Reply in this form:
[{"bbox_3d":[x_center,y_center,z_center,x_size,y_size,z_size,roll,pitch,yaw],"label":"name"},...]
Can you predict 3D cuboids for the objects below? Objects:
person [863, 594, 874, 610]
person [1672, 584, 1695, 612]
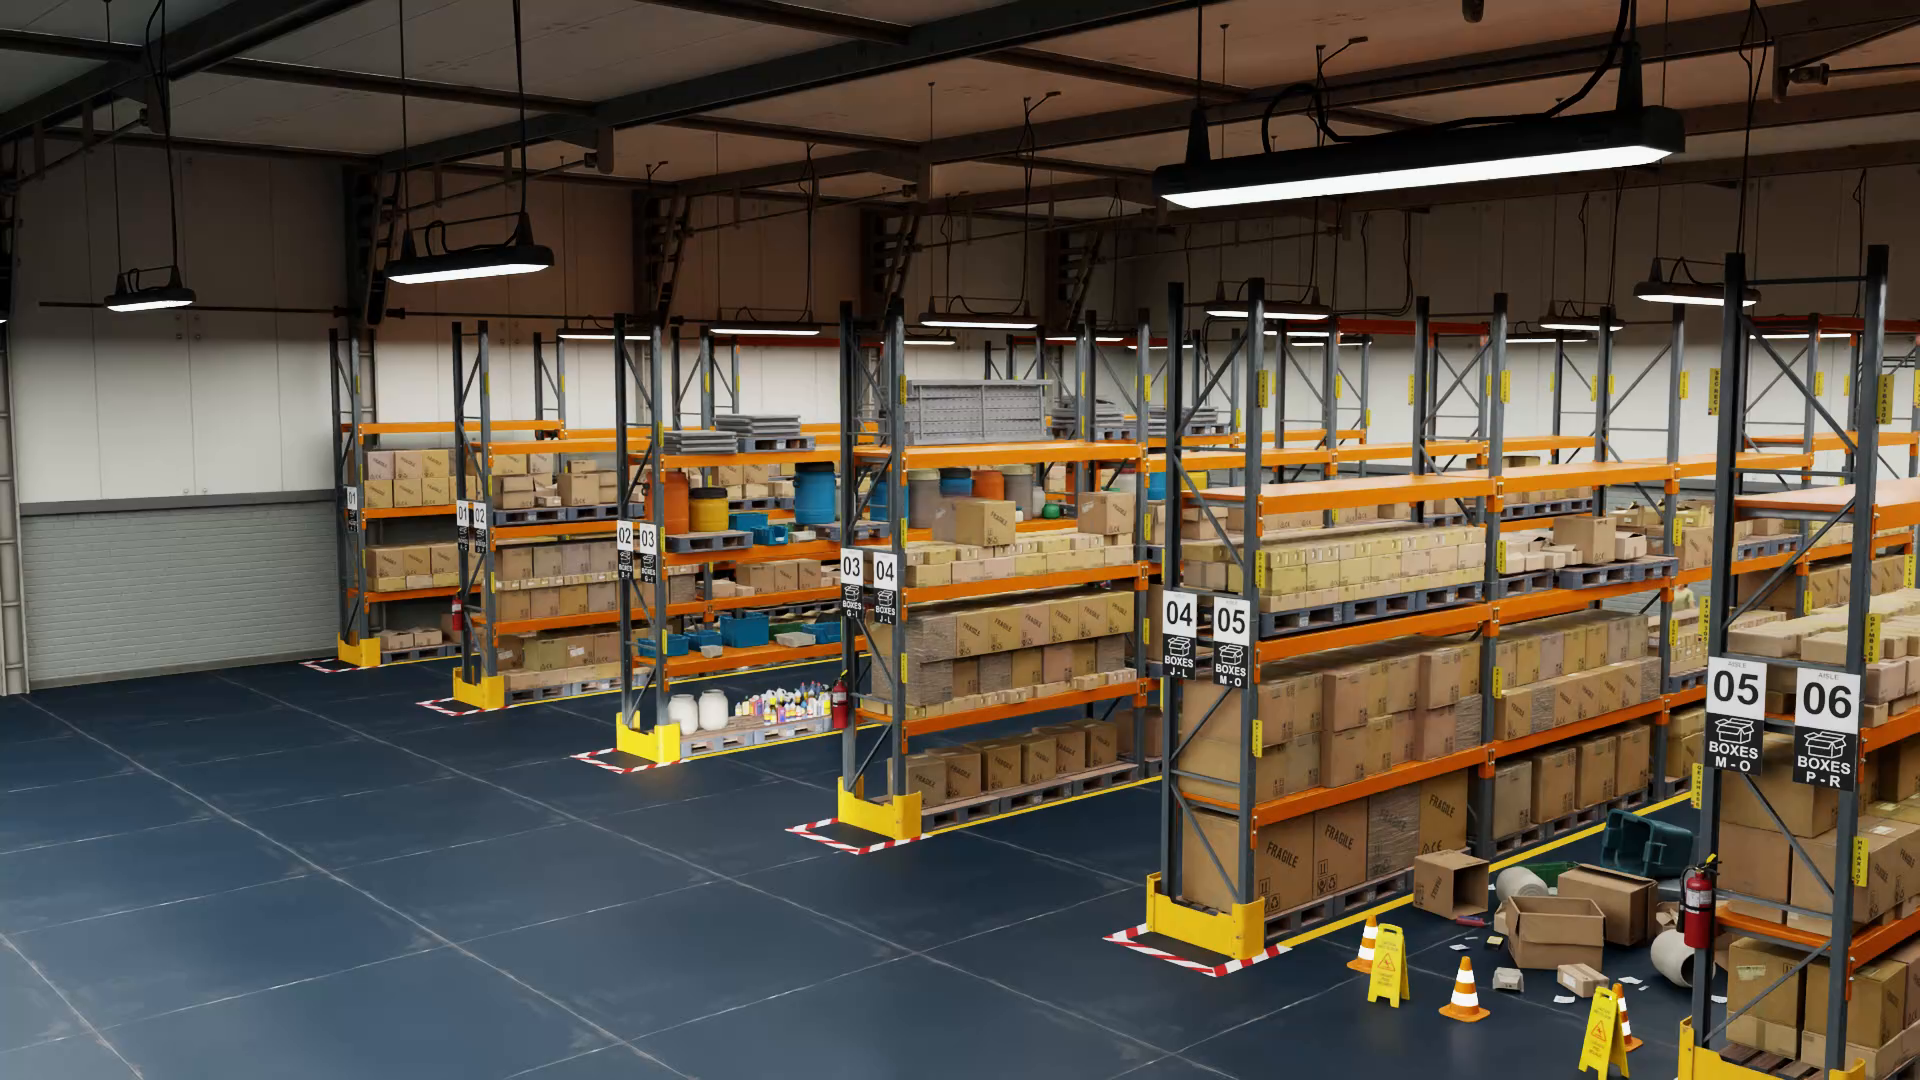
[{"bbox_3d":[-1.773,0.983,33.951,0.699,1.666,0.665,-4,7,-33],"label":"person"},{"bbox_3d":[12.886,1.403,29.772,0.475,1.601,1.069,3,6,29],"label":"person"}]
